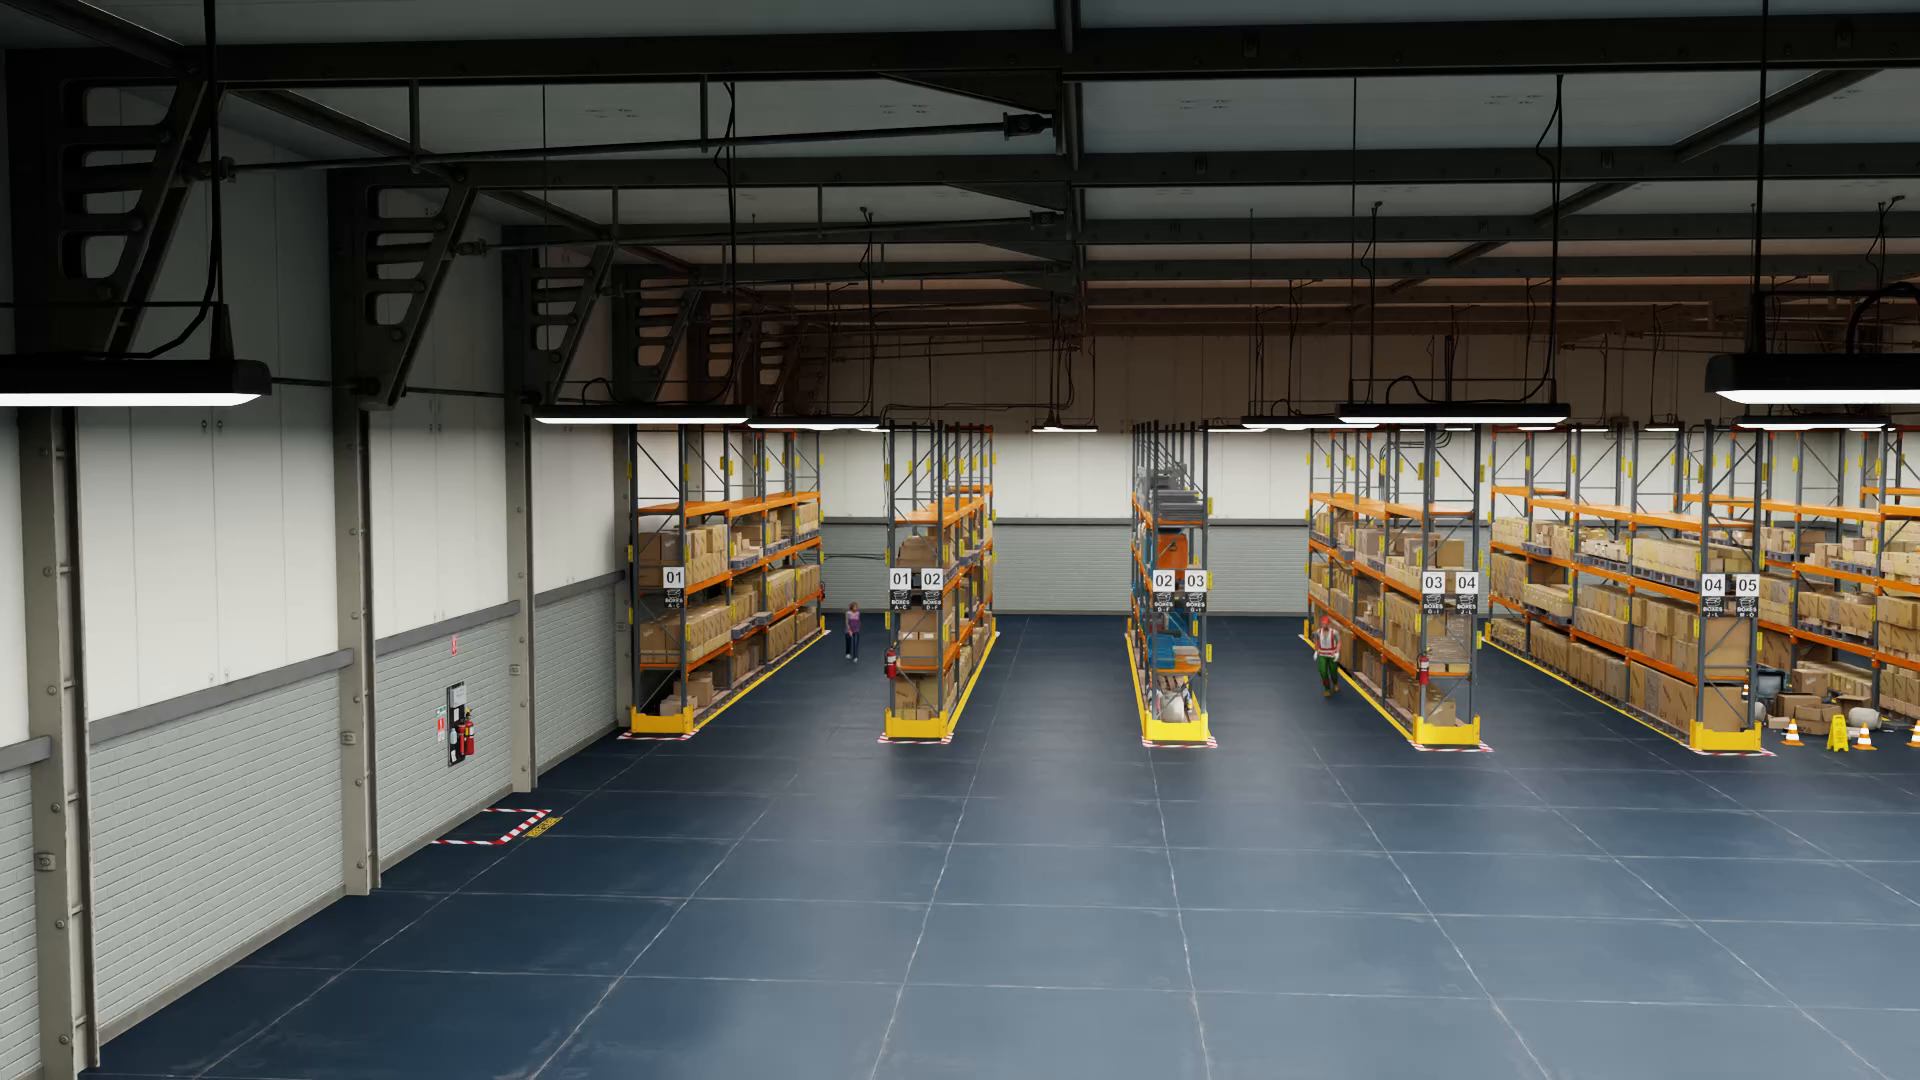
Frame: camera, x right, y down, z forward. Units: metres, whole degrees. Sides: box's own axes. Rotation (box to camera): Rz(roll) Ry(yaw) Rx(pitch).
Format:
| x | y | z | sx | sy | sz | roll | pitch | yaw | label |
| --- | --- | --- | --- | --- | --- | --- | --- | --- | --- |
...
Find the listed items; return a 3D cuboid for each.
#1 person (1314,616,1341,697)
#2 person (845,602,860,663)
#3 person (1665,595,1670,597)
| x | y | z | sx | sy | sz | roll | pitch | yaw | label |
| --- | --- | --- | --- | --- | --- | --- | --- | --- | --- |
| 8.094 | 2.534 | 36.539 | 0.599 | 1.763 | 0.709 | 2 | 4 | 24 | person |
| -2.685 | 2.321 | 41.838 | 0.399 | 1.502 | 1.046 | -1 | 4 | -13 | person |
| 20.901 | 1.774 | 48.600 | 1.112 | 1.735 | 0.600 | -1 | 4 | -14 | person |
